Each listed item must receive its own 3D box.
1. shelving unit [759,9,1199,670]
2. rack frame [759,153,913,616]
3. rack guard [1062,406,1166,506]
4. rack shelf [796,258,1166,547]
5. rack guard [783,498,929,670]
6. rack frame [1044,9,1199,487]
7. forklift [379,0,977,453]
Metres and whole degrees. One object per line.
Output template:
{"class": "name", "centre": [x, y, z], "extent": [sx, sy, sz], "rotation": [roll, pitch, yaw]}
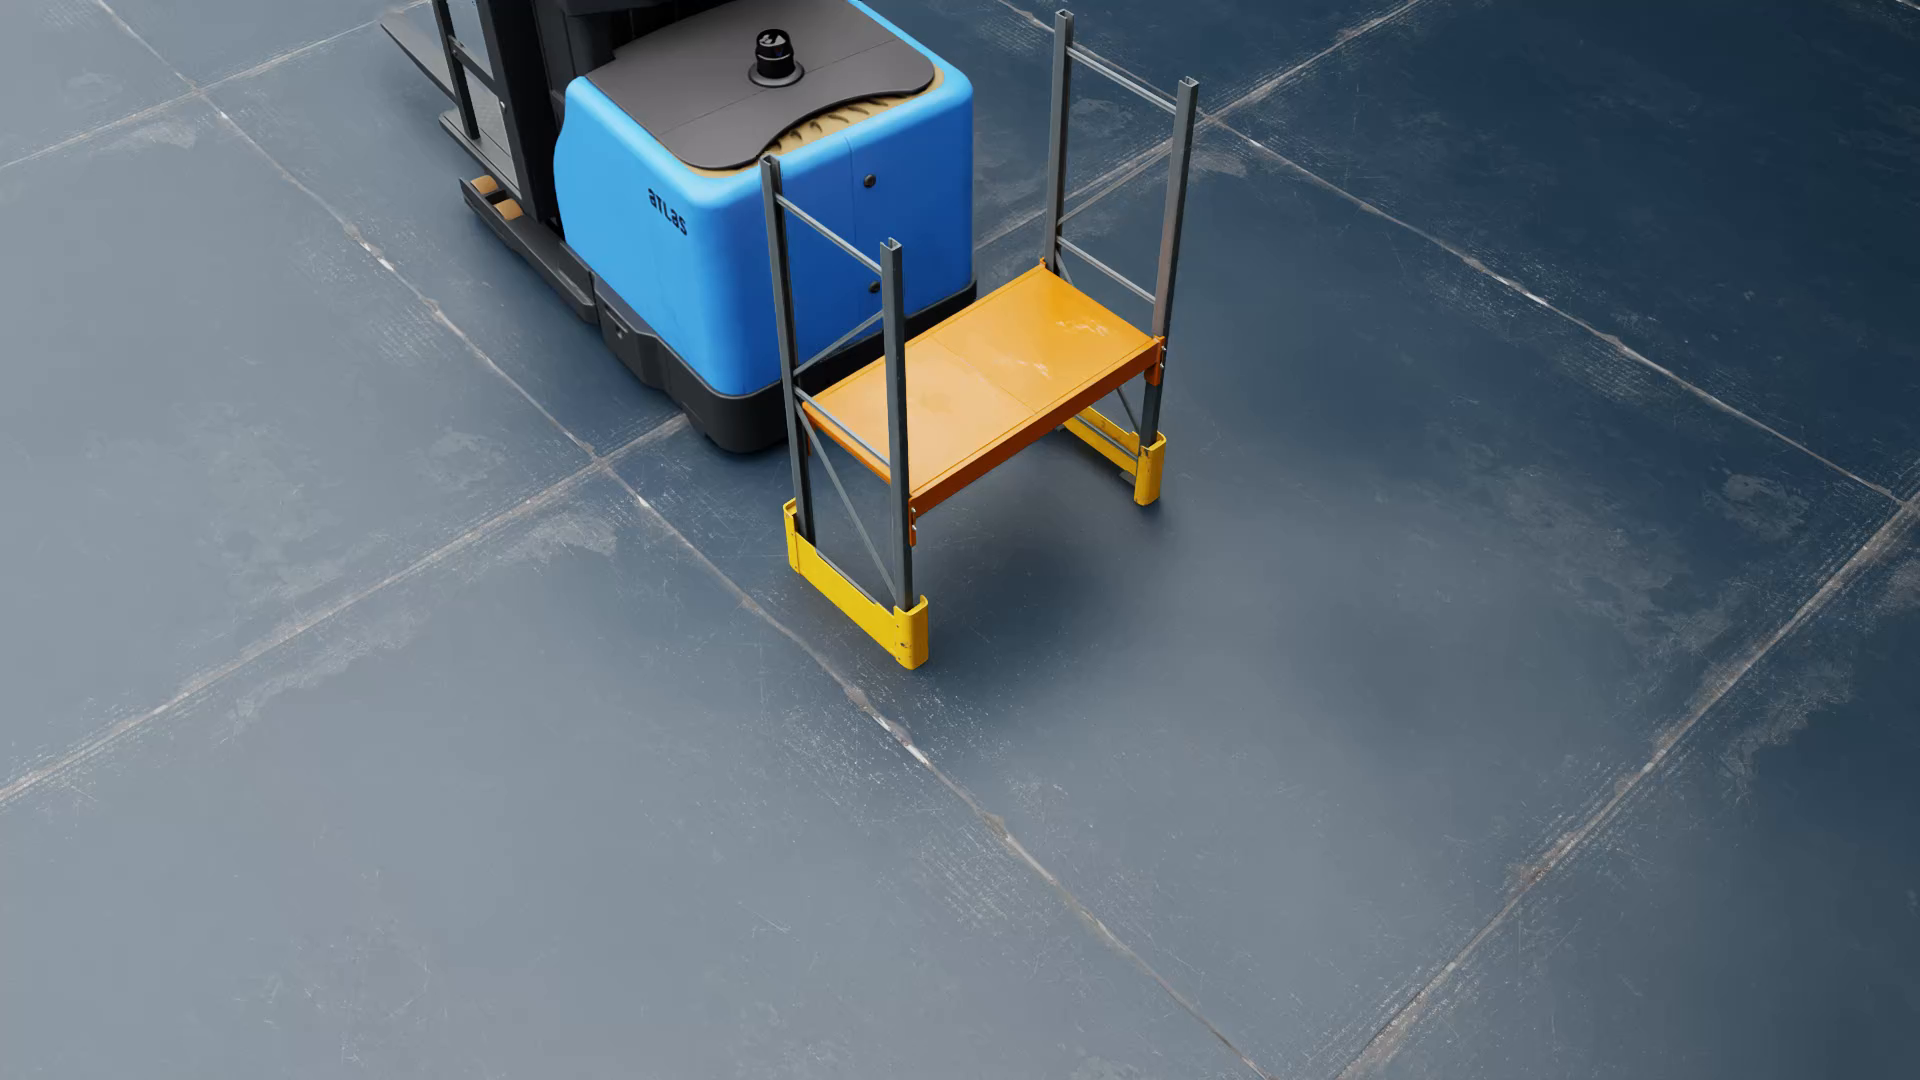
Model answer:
{"class": "shelving unit", "centre": [0.056, -0.546, 4.734], "extent": [1.083, 1.500, 0.587], "rotation": [-34, 56, -27]}
{"class": "rack frame", "centre": [-0.313, -0.299, 4.506], "extent": [0.032, 1.500, 0.500], "rotation": [-34, 56, -27]}
{"class": "rack guard", "centre": [0.425, -0.369, 5.420], "extent": [0.087, 0.250, 0.587], "rotation": [-34, 56, -27]}
{"class": "rack shelf", "centre": [0.063, -0.429, 4.870], "extent": [1.000, 0.185, 0.538], "rotation": [-34, 56, -27]}
{"class": "rack guard", "centre": [-0.312, 0.124, 4.966], "extent": [0.087, 0.250, 0.587], "rotation": [-34, 56, -27]}
{"class": "rack frame", "centre": [0.439, -0.802, 4.970], "extent": [0.032, 1.500, 0.500], "rotation": [-34, 56, -27]}
{"class": "forklift", "centre": [-1.244, -2.311, 5.388], "extent": [1.130, 2.935, 3.031], "rotation": [-30, 54, -25]}
